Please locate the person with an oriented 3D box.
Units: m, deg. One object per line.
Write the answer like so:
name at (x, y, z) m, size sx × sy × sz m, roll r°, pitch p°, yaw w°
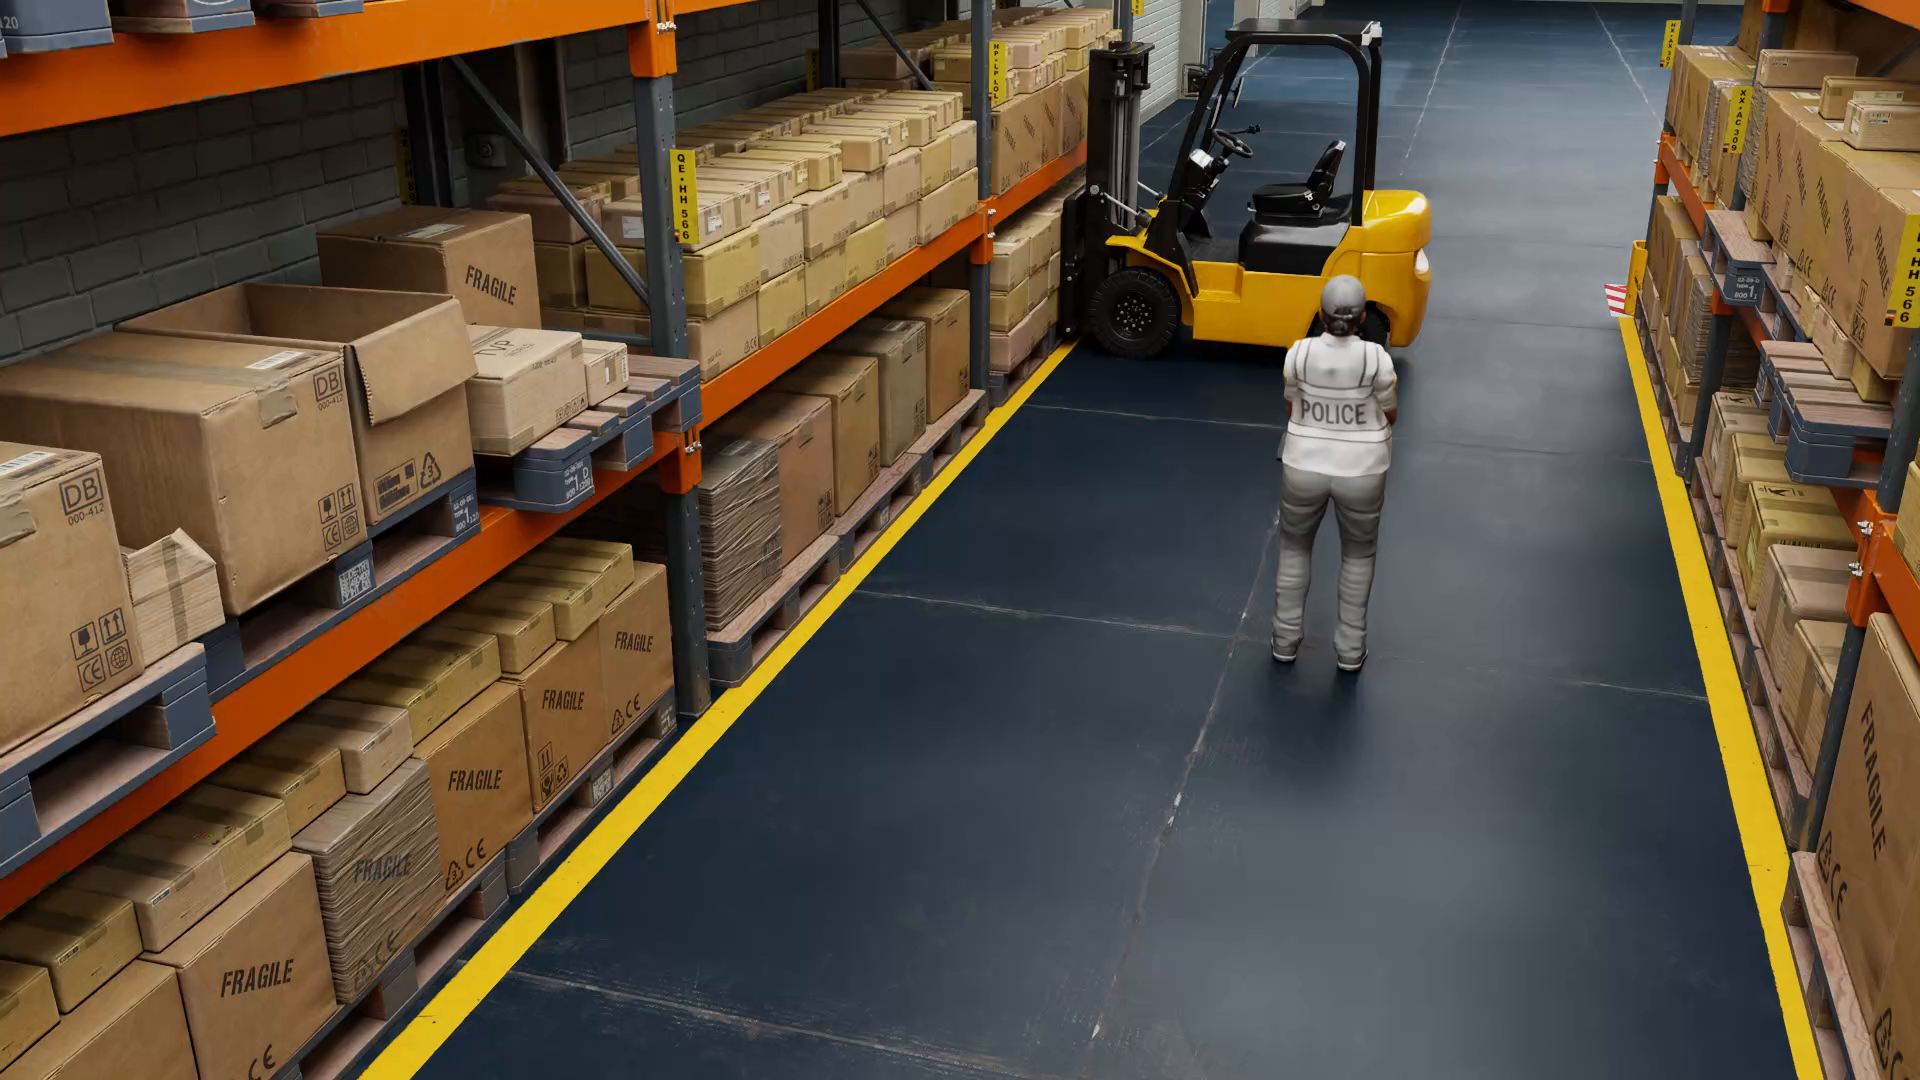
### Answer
person at (1.528, -0.292, 6.815) m, size 0.454 × 1.655 × 0.536 m, roll 6°, pitch 23°, yaw 16°
